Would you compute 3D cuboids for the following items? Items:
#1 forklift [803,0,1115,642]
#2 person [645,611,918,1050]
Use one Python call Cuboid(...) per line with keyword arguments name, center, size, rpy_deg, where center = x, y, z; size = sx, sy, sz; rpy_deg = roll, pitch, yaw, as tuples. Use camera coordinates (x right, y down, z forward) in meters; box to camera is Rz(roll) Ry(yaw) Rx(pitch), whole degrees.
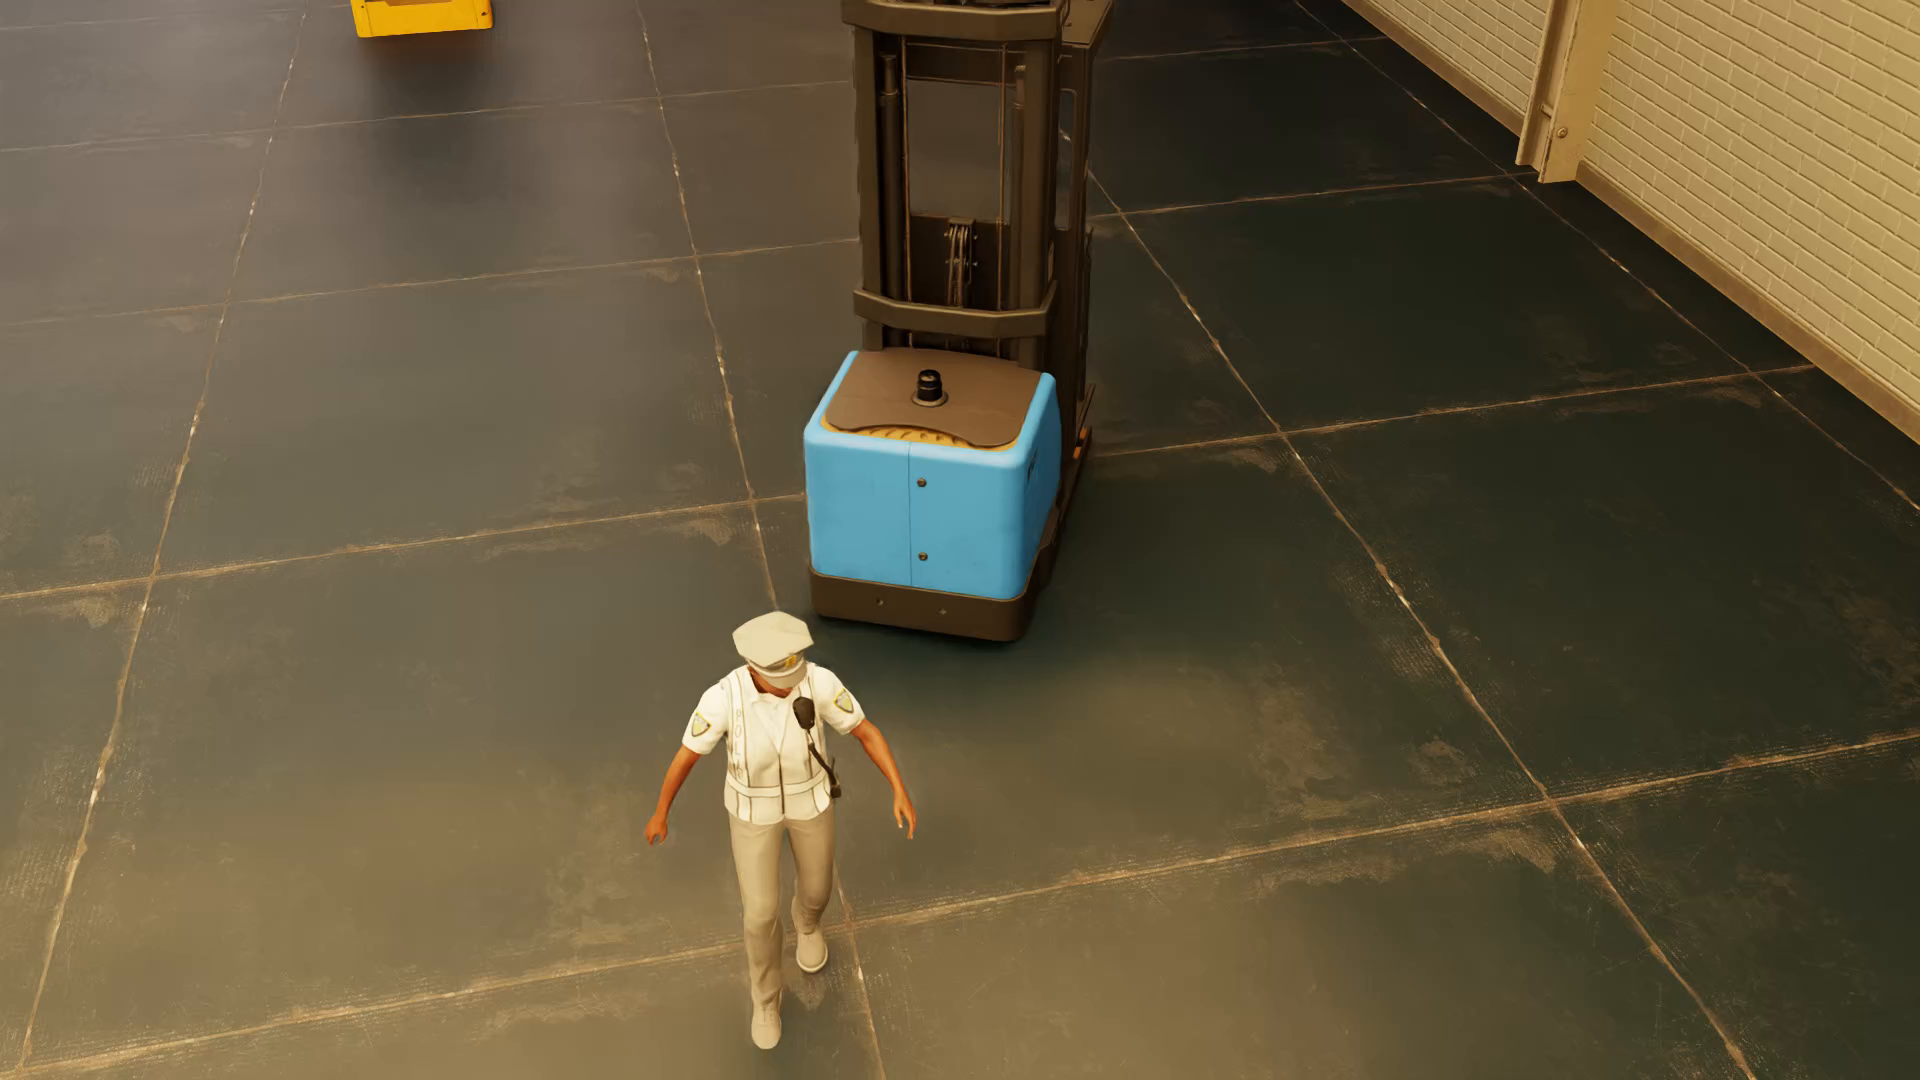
Cuboid(name="forklift", center=(0.111, -1.574, 8.237), size=(1.130, 2.935, 3.031), rpy_deg=(8, 36, 10))
Cuboid(name="person", center=(-0.632, 1.015, 5.795), size=(0.915, 1.681, 0.614), rpy_deg=(-7, 36, -9))
